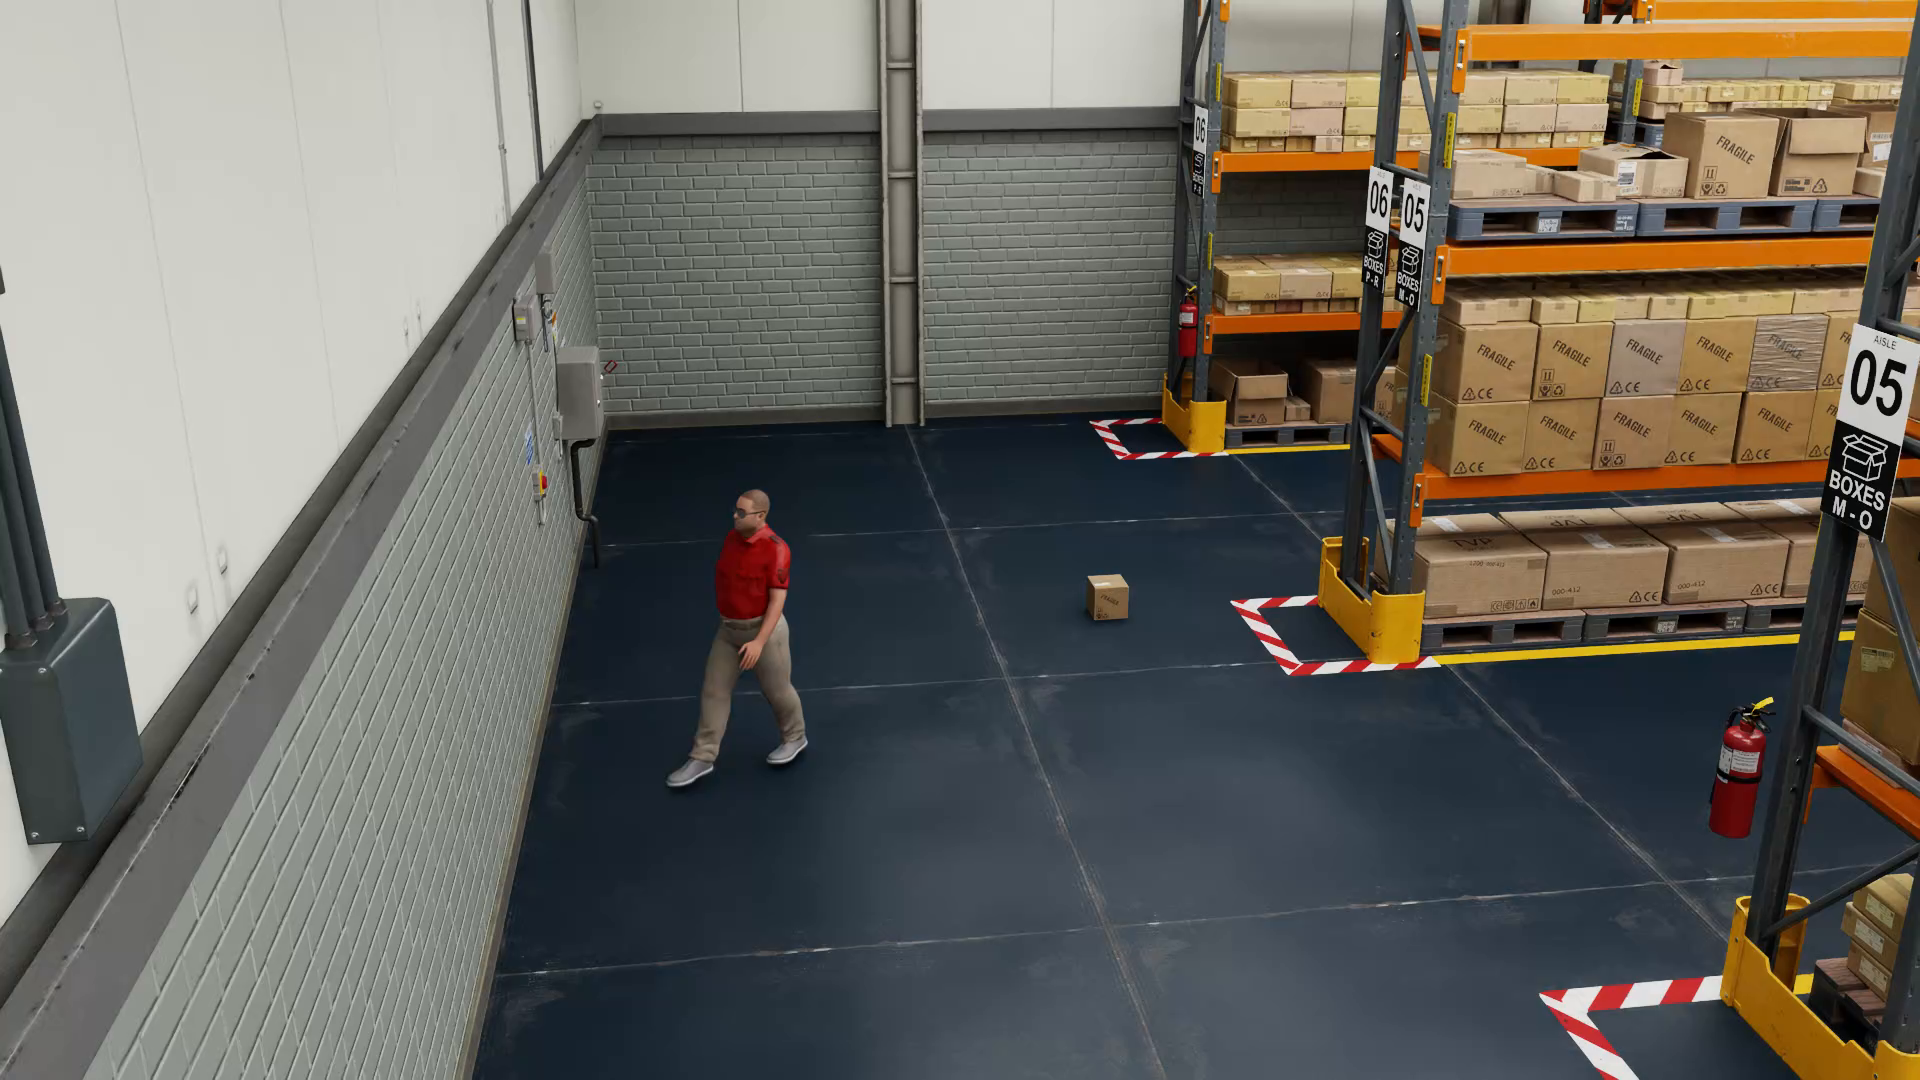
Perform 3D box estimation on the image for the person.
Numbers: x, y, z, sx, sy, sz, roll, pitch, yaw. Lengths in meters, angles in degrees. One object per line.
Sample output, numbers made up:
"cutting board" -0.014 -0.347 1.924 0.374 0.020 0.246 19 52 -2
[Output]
"person" -1.269 0.565 9.495 0.539 1.688 0.897 14 24 34
